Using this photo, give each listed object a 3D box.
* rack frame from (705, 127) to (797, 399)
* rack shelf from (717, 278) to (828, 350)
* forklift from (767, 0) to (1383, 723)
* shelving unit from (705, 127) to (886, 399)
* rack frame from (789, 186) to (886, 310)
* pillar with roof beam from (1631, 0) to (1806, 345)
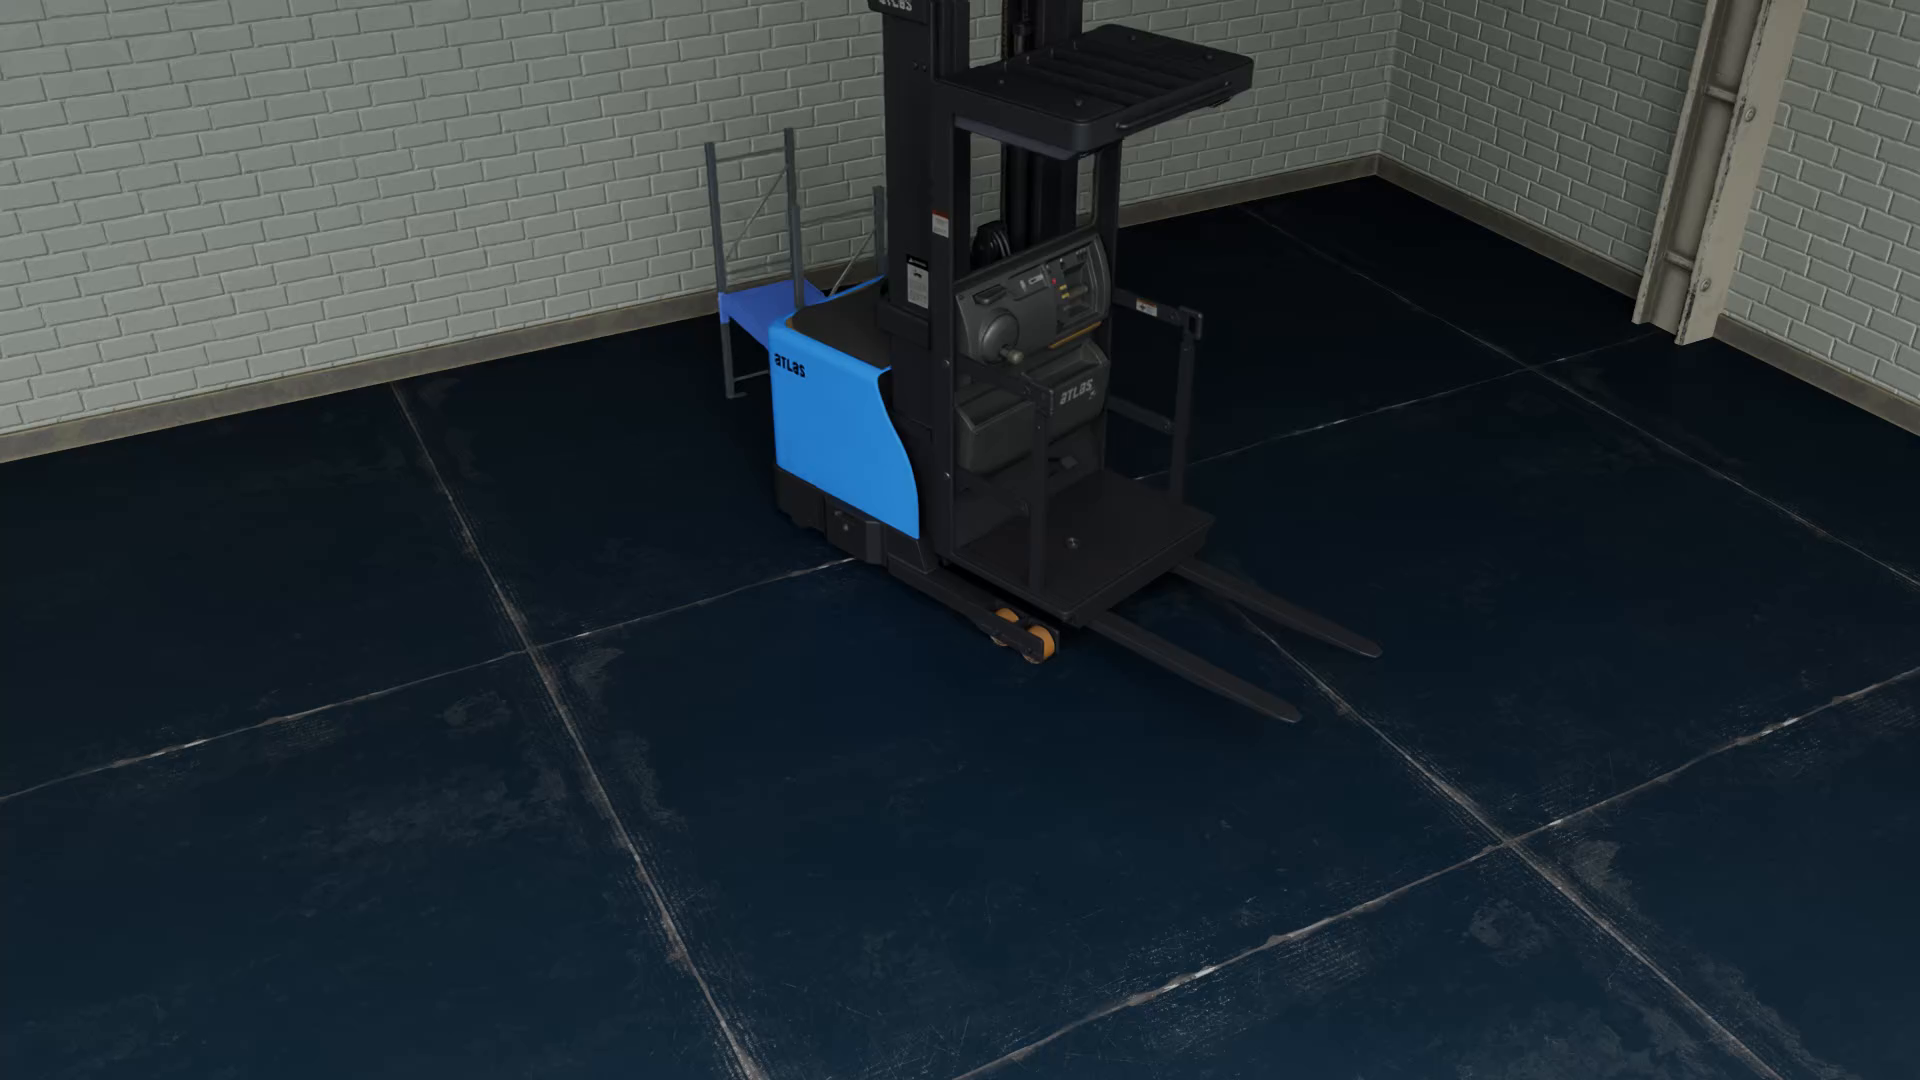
[{"bbox_3d":[-1.117,-1.513,9.221,0.500,1.500,0.032,-18,37,-25],"label":"rack frame"},{"bbox_3d":[-0.858,-1.125,8.949,0.538,0.185,1.000,-18,37,-25],"label":"rack shelf"},{"bbox_3d":[0.481,-1.005,7.101,3.031,2.935,1.130,27,42,36],"label":"forklift"},{"bbox_3d":[-0.858,-1.277,8.852,0.538,1.500,1.048,-18,37,-25],"label":"shelving unit"},{"bbox_3d":[-0.599,-1.041,8.484,0.500,1.500,0.032,-18,37,-25],"label":"rack frame"},{"bbox_3d":[0.609,-4.019,6.181,9.100,9.000,0.400,-16,36,-23],"label":"pillar with roof beam"}]
